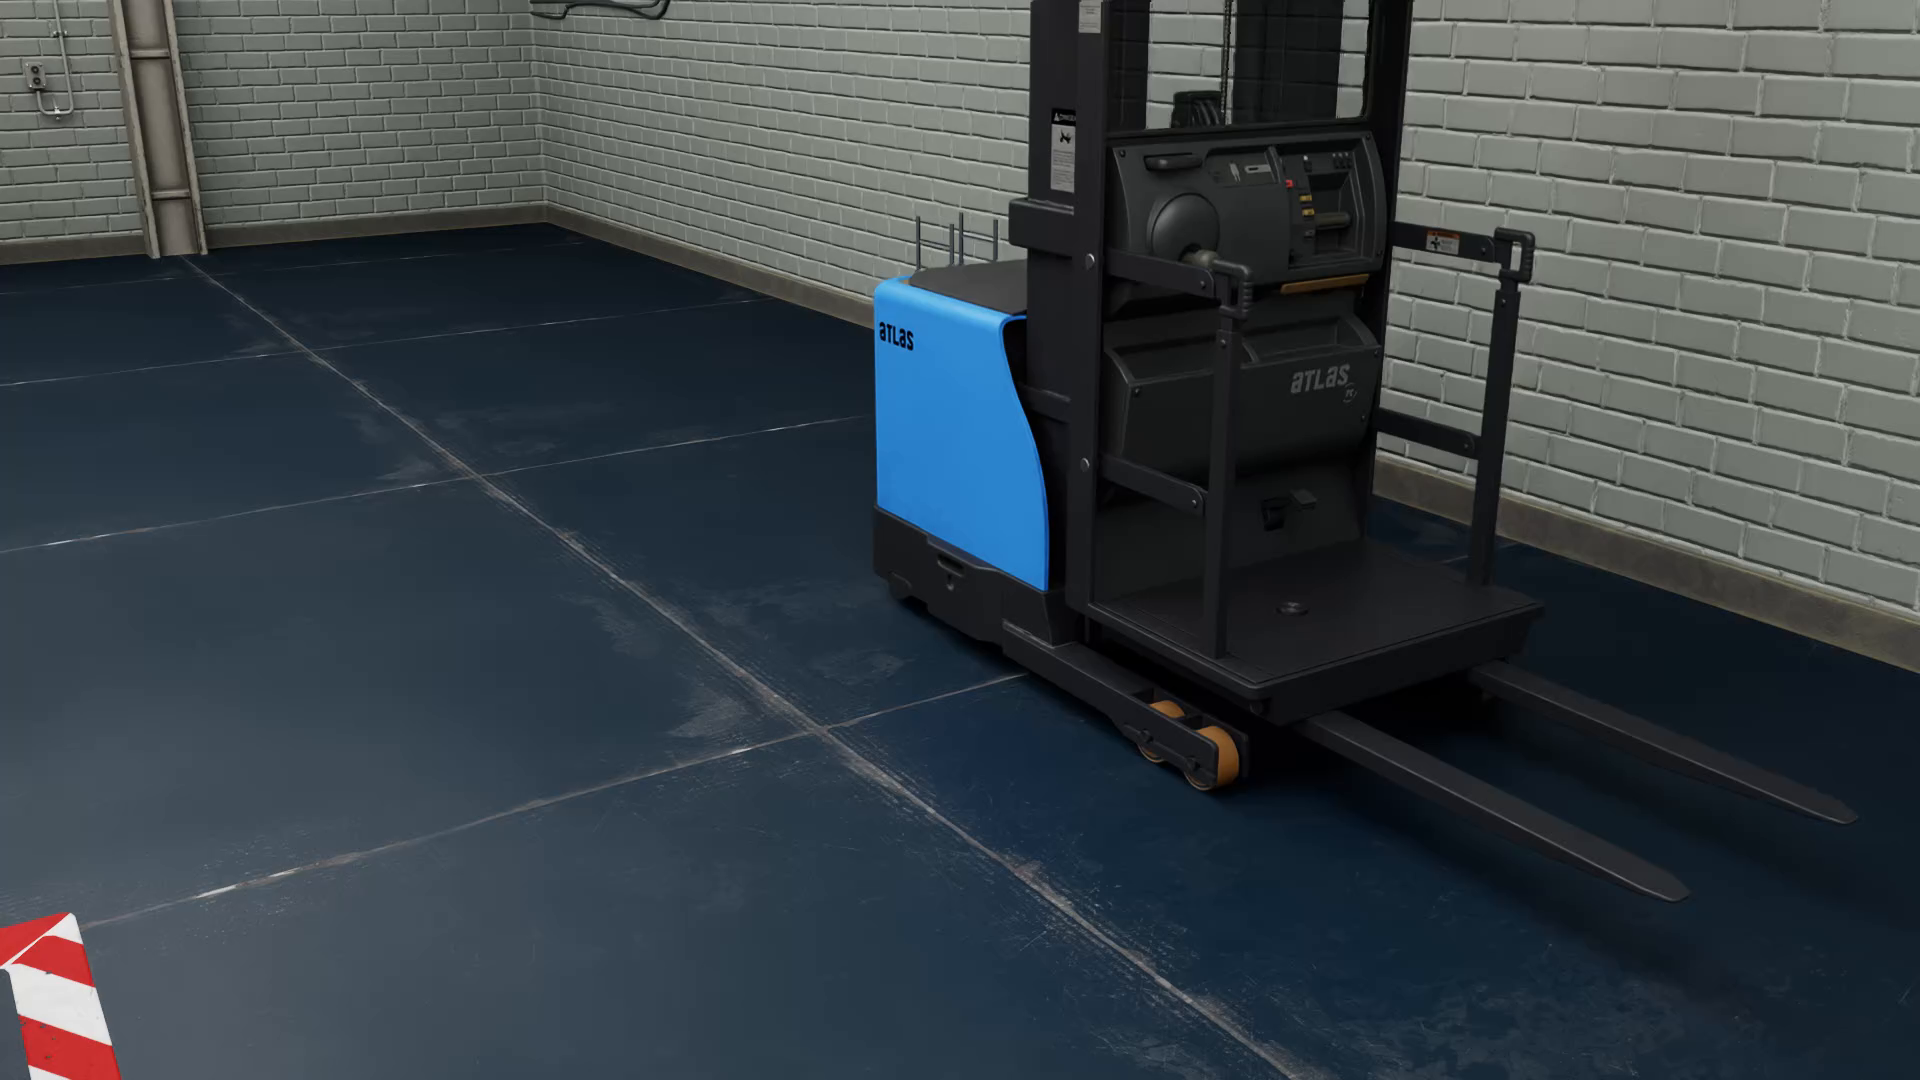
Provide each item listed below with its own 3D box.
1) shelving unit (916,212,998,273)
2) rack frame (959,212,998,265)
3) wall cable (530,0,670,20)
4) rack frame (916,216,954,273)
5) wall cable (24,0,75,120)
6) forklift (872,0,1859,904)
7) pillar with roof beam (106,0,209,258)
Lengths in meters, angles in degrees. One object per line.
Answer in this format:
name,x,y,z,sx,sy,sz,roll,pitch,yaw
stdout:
shelving unit,-0.012,-0.566,6.045,0.189,1.200,0.258,-12,22,-31
rack frame,0.064,-0.582,6.093,0.006,1.200,0.240,-12,22,-31
wall cable,-2.851,-5.178,12.360,0.112,2.526,3.097,-12,22,-31
rack frame,-0.088,-0.550,5.997,0.006,1.200,0.240,-12,22,-31
wall cable,-7.222,-3.867,11.412,1.851,1.984,0.084,-12,22,-31
forklift,0.918,-0.909,4.357,1.130,2.935,3.031,-12,22,-31
pillar with roof beam,-3.624,-5.304,7.884,0.400,9.000,9.100,-12,22,-31
